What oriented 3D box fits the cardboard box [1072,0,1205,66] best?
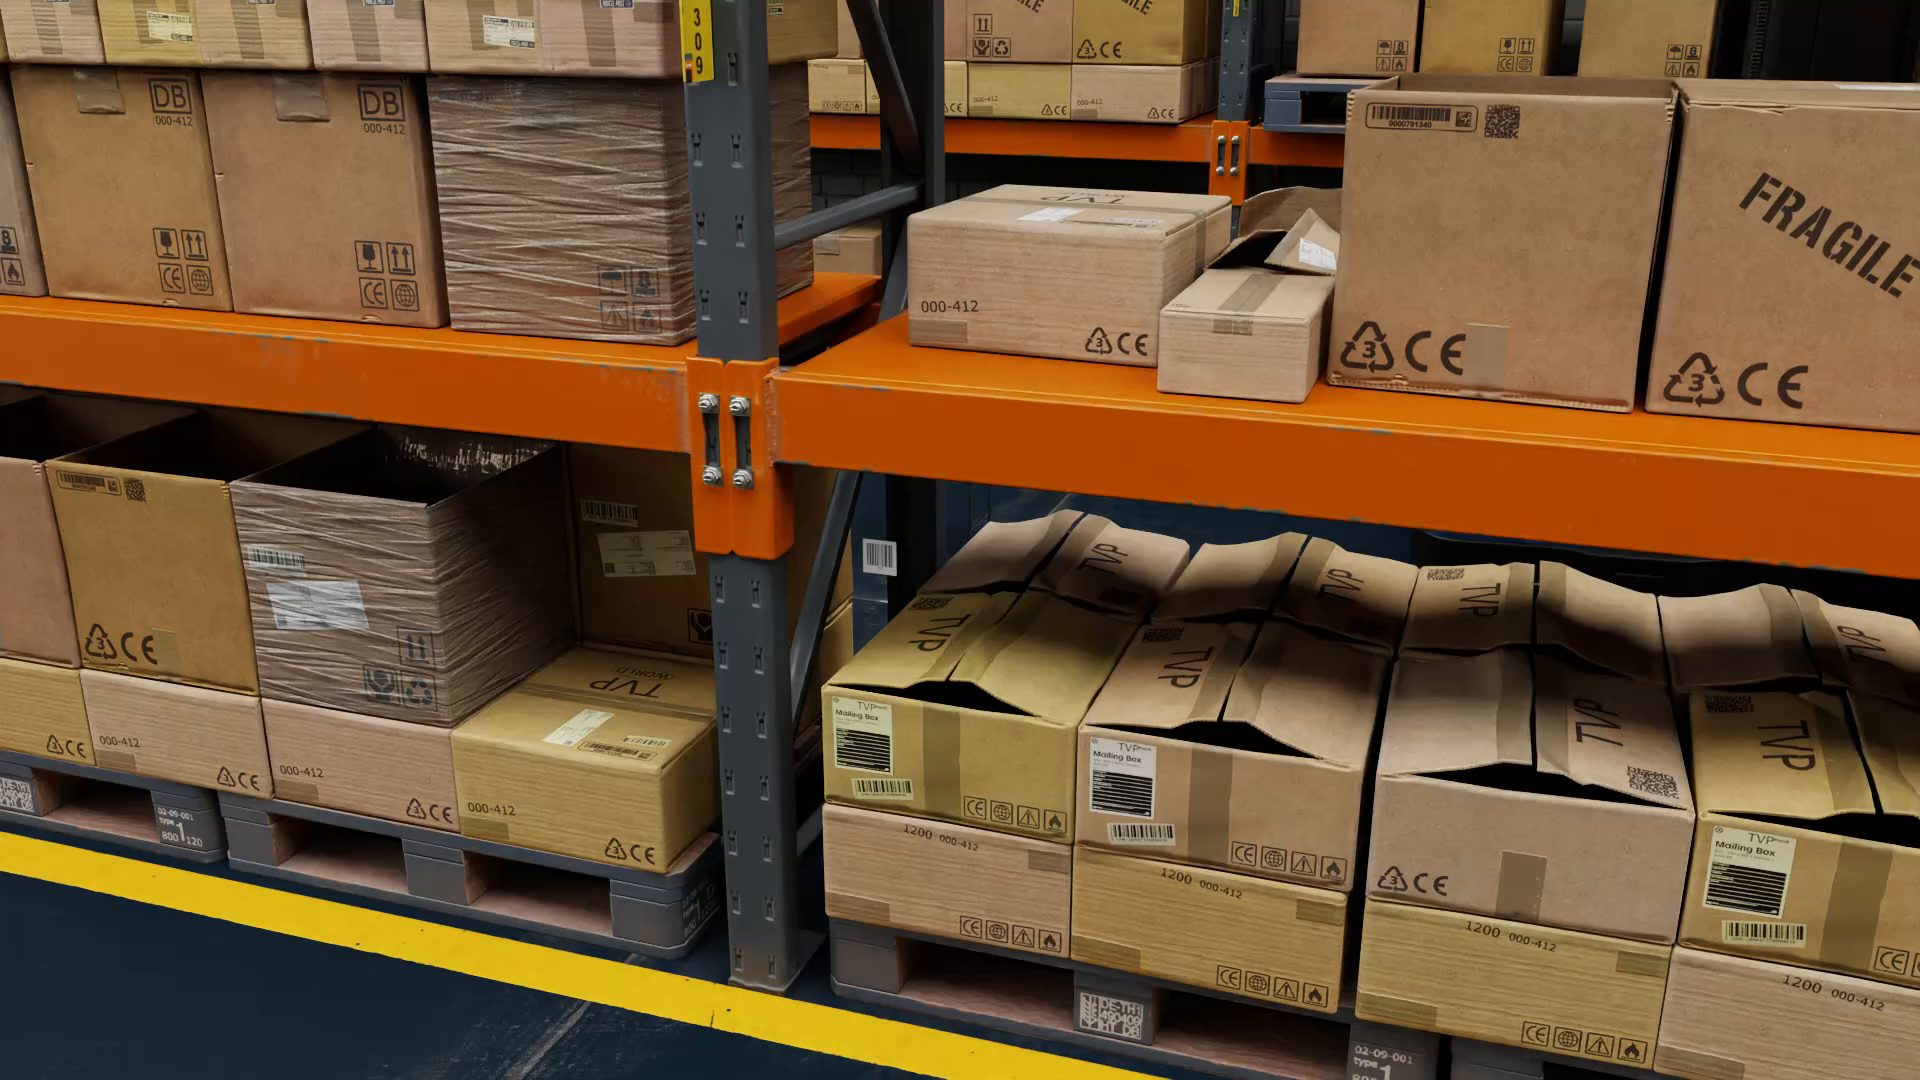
[{"bbox_3d":[0.820,-2.433,7.556,0.500,0.500,0.500,6,20,18],"label":"cardboard box"}]

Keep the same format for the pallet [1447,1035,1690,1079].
[{"bbox_3d":[1.611,0.871,3.256,1.213,0.211,1.003,7,20,18],"label":"pallet"}]

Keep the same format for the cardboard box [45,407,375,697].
[{"bbox_3d":[-1.706,0.009,3.893,0.500,0.500,0.500,7,20,18],"label":"cardboard box"}]

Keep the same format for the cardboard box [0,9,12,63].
[{"bbox_3d":[-2.032,-1.126,3.612,0.250,0.149,0.380,7,20,20],"label":"cardboard box"}]

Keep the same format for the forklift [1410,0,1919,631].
[{"bbox_3d":[3.024,-1.149,4.921,3.031,2.935,1.130,4,20,13],"label":"forklift"}]

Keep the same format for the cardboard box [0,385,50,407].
[{"bbox_3d":[-2.650,-0.100,4.206,0.500,0.500,0.500,7,20,18],"label":"cardboard box"}]

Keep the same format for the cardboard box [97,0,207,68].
[{"bbox_3d":[-1.542,-1.071,3.454,0.250,0.149,0.380,6,20,18],"label":"cardboard box"}]

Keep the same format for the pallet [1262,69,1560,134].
[{"bbox_3d":[2.042,-1.967,7.452,1.213,0.211,1.003,7,20,18],"label":"pallet"}]

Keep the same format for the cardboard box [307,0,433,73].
[{"bbox_3d":[-1.062,-1.015,3.295,0.250,0.149,0.380,6,20,16],"label":"cardboard box"}]

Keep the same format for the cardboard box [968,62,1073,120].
[{"bbox_3d":[0.353,-2.137,7.847,0.500,0.250,0.500,7,20,18],"label":"cardboard box"}]

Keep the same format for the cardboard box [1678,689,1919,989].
[{"bbox_3d":[1.507,0.479,2.833,0.500,0.311,0.500,7,20,20],"label":"cardboard box"}]

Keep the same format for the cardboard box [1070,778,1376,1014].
[{"bbox_3d":[0.528,0.632,3.245,0.500,0.250,0.500,7,20,19],"label":"cardboard box"}]

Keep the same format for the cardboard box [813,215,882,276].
[{"bbox_3d":[-0.571,-1.385,8.622,0.500,0.500,0.700,5,20,15],"label":"cardboard box"}]

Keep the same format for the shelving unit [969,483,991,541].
[{"bbox_3d":[-0.014,-0.568,5.883,0.189,1.200,0.258,7,20,18],"label":"shelving unit"}]

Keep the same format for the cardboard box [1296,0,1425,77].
[{"bbox_3d":[1.838,-2.374,7.510,0.500,0.500,0.700,7,20,18],"label":"cardboard box"}]

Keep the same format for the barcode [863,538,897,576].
[{"bbox_3d":[-0.150,0.032,3.098,0.075,0.075,0.001,7,20,18],"label":"barcode"}]

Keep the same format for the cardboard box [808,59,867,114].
[{"bbox_3d":[-0.603,-2.240,8.144,0.500,0.250,0.500,7,20,19],"label":"cardboard box"}]

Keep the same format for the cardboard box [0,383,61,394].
[{"bbox_3d":[-2.479,-0.262,4.669,0.500,0.500,0.500,7,20,18],"label":"cardboard box"}]

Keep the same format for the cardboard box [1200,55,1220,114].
[{"bbox_3d":[0.994,-2.241,8.145,0.500,0.250,0.500,7,20,19],"label":"cardboard box"}]

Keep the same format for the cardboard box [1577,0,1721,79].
[{"bbox_3d":[2.995,-2.250,7.154,0.500,0.500,0.700,10,21,26],"label":"cardboard box"}]

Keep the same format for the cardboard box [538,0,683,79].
[{"bbox_3d":[-0.581,-0.961,3.137,0.250,0.149,0.380,7,20,18],"label":"cardboard box"}]

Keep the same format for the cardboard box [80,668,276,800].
[{"bbox_3d":[-1.710,0.367,4.005,0.500,0.250,0.500,7,20,18],"label":"cardboard box"}]

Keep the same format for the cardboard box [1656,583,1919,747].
[{"bbox_3d":[1.660,0.310,3.317,0.500,0.311,0.500,6,20,17],"label":"cardboard box"}]

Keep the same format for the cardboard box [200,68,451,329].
[{"bbox_3d":[-1.176,-0.792,3.640,0.500,0.500,0.700,6,20,17],"label":"cardboard box"}]

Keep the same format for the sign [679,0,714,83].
[{"bbox_3d":[-0.435,-0.918,2.716,0.005,0.325,0.100,7,20,18],"label":"sign"}]

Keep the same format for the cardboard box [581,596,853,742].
[{"bbox_3d":[-0.593,0.311,4.165,0.500,0.250,0.500,7,20,18],"label":"cardboard box"}]

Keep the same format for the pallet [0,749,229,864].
[{"bbox_3d":[-2.148,0.442,4.487,1.213,0.211,1.003,7,20,18],"label":"pallet"}]

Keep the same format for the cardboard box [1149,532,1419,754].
[{"bbox_3d":[0.716,0.200,3.633,0.500,0.311,0.500,7,20,20],"label":"cardboard box"}]

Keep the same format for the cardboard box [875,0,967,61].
[{"bbox_3d":[-0.126,-2.542,7.871,0.500,0.500,0.500,6,20,16],"label":"cardboard box"}]

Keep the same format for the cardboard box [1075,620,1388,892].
[{"bbox_3d":[0.526,0.369,3.148,0.500,0.311,0.500,6,20,17],"label":"cardboard box"}]

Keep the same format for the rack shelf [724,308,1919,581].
[{"bbox_3d":[1.635,-0.089,2.866,4.000,0.370,1.077,7,20,18],"label":"rack shelf"}]

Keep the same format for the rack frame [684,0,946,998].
[{"bbox_3d":[-0.254,-0.644,3.367,0.127,3.000,1.000,7,20,18],"label":"rack frame"}]

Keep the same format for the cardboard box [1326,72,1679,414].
[{"bbox_3d":[0.964,-0.547,2.935,0.500,0.500,0.500,8,21,22],"label":"cardboard box"}]

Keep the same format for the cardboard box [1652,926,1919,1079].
[{"bbox_3d":[1.498,0.742,2.929,0.500,0.250,0.500,7,20,19],"label":"cardboard box"}]

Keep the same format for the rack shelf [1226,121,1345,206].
[{"bbox_3d":[3.257,-1.629,7.286,4.000,0.370,1.077,7,20,18],"label":"rack shelf"}]

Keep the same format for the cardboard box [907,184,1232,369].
[{"bbox_3d":[0.225,-0.534,3.278,0.500,0.250,0.500,8,21,21],"label":"cardboard box"}]

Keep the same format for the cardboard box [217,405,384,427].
[{"bbox_3d":[-1.534,-0.154,4.360,0.500,0.500,0.500,7,20,18],"label":"cardboard box"}]

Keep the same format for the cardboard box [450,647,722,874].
[{"bbox_3d":[-0.764,0.474,3.700,0.500,0.250,0.500,7,20,18],"label":"cardboard box"}]

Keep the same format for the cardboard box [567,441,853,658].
[{"bbox_3d":[-0.589,-0.046,4.050,0.500,0.500,0.500,7,20,18],"label":"cardboard box"}]

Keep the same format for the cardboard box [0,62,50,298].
[{"bbox_3d":[-2.133,-0.903,3.957,0.500,0.500,0.700,7,20,20],"label":"cardboard box"}]
